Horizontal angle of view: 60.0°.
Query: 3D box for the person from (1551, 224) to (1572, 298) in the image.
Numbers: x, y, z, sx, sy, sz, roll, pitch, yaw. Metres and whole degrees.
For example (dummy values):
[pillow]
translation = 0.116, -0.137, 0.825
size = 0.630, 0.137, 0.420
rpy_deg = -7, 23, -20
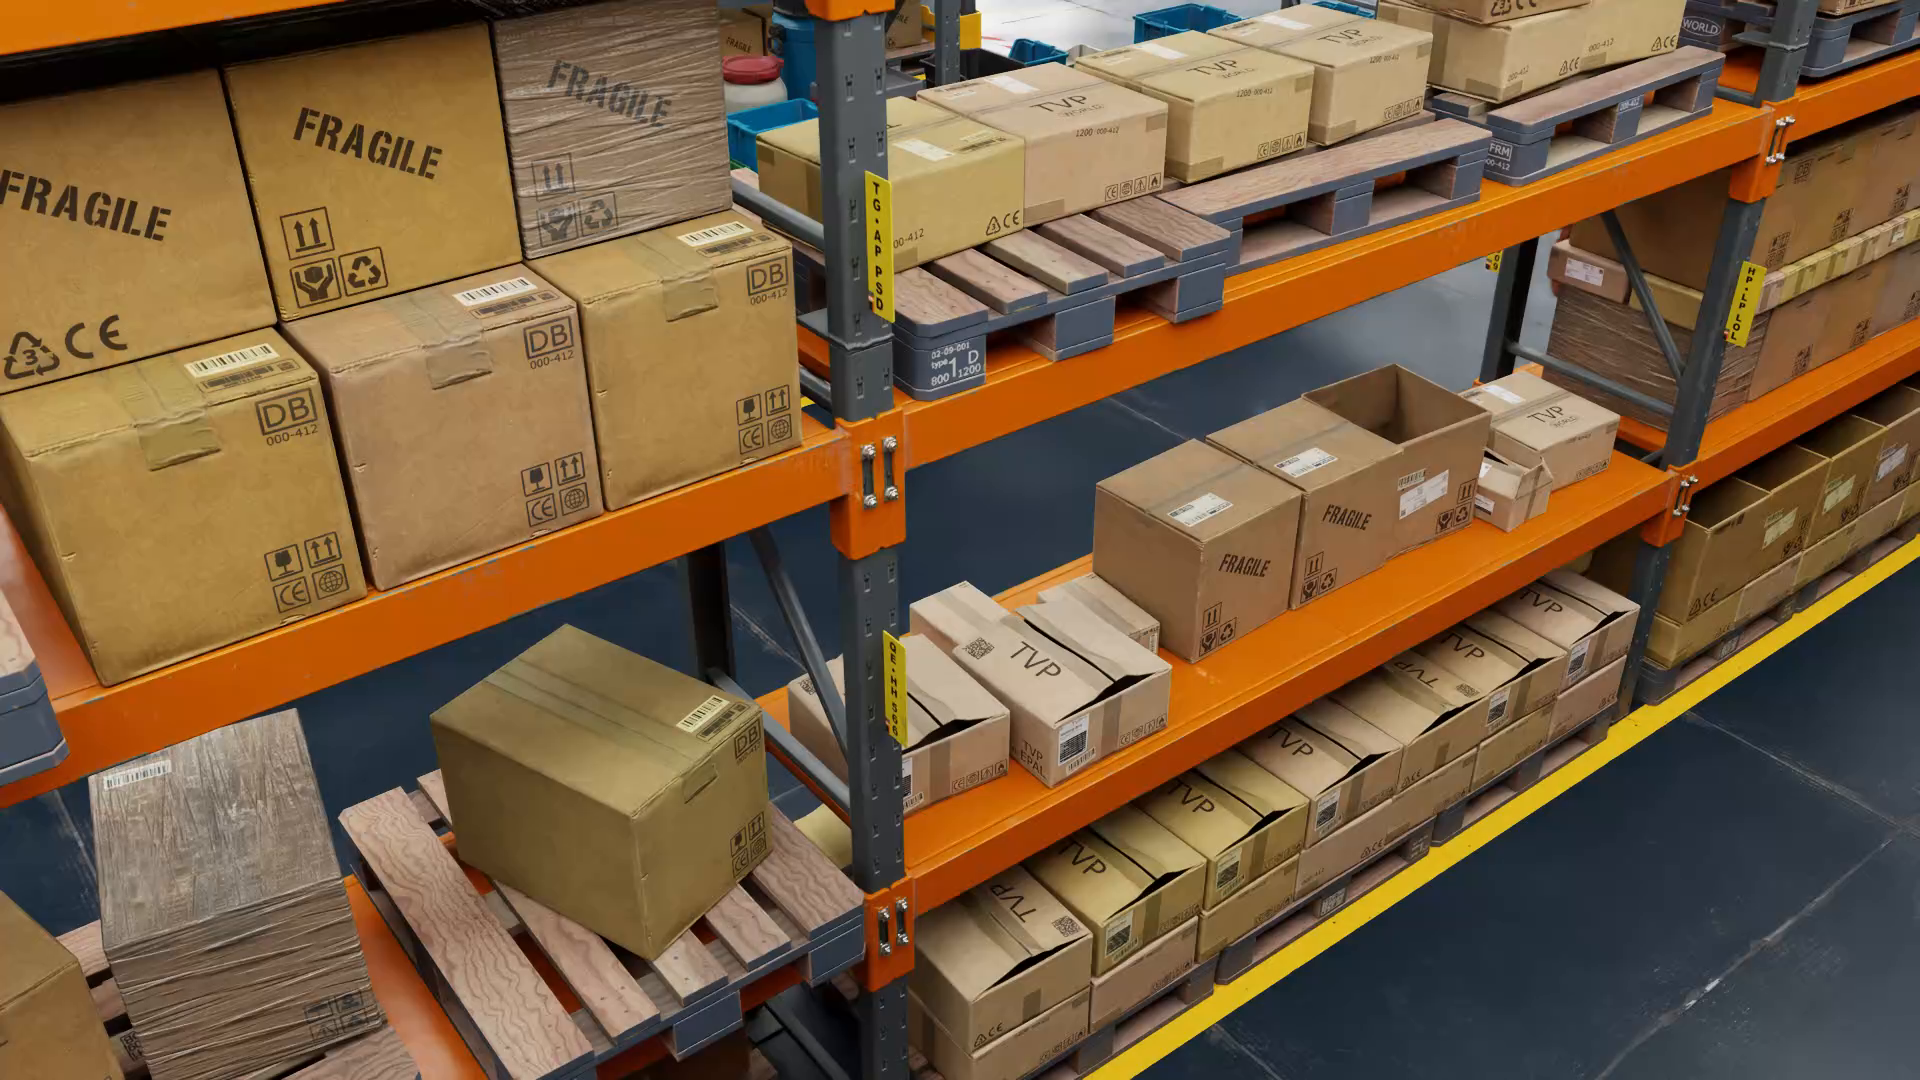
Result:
[person]
translation = 3.821, -1.594, 9.633
size = 1.012, 1.706, 0.585
rpy_deg = -23, 39, -32
